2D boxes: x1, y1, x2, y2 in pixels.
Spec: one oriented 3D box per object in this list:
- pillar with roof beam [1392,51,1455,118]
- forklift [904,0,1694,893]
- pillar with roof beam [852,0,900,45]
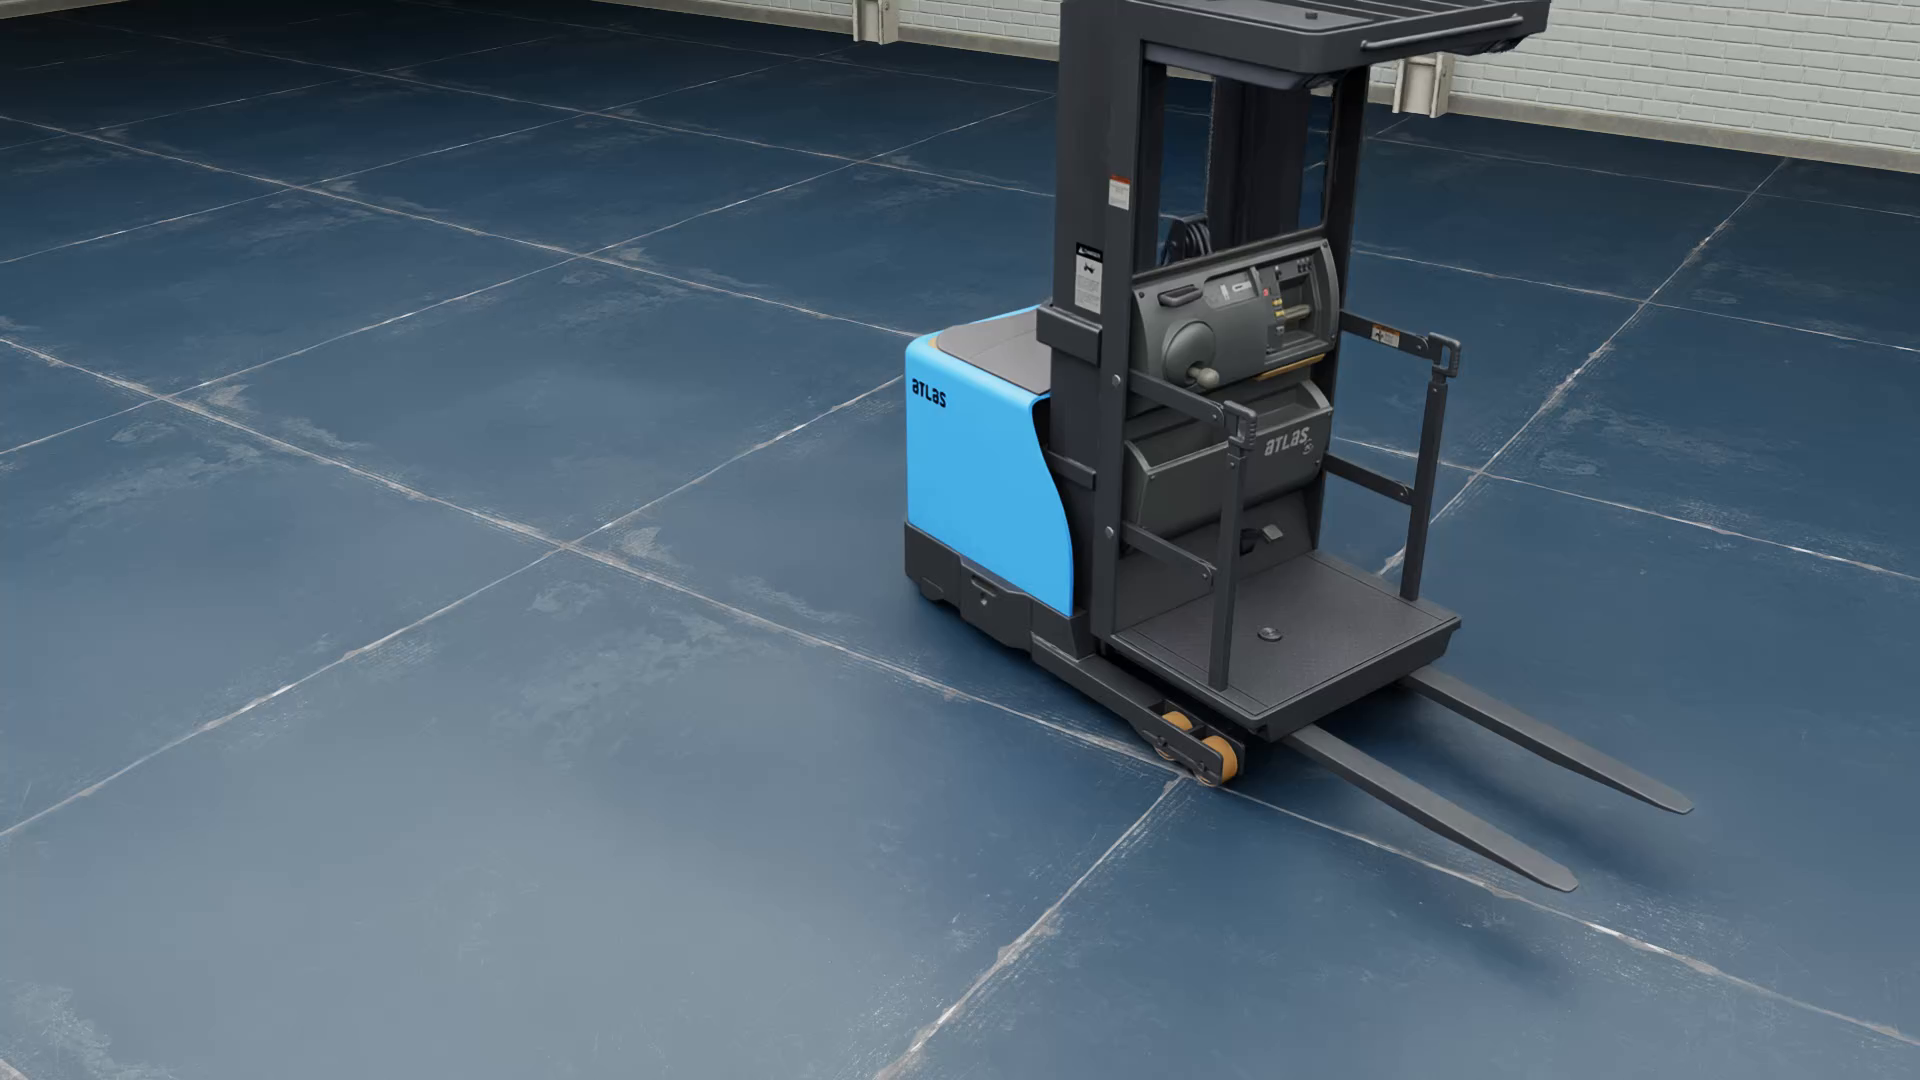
[{"bbox_3d":[1.621,-6.179,9.469,0.400,9.000,9.100,17,32,30],"label":"pillar with roof beam"},{"bbox_3d":[1.076,-0.730,5.454,1.130,2.935,3.031,-20,33,-33],"label":"forklift"},{"bbox_3d":[-3.325,-7.719,12.497,0.400,9.000,9.100,17,32,30],"label":"pillar with roof beam"}]
